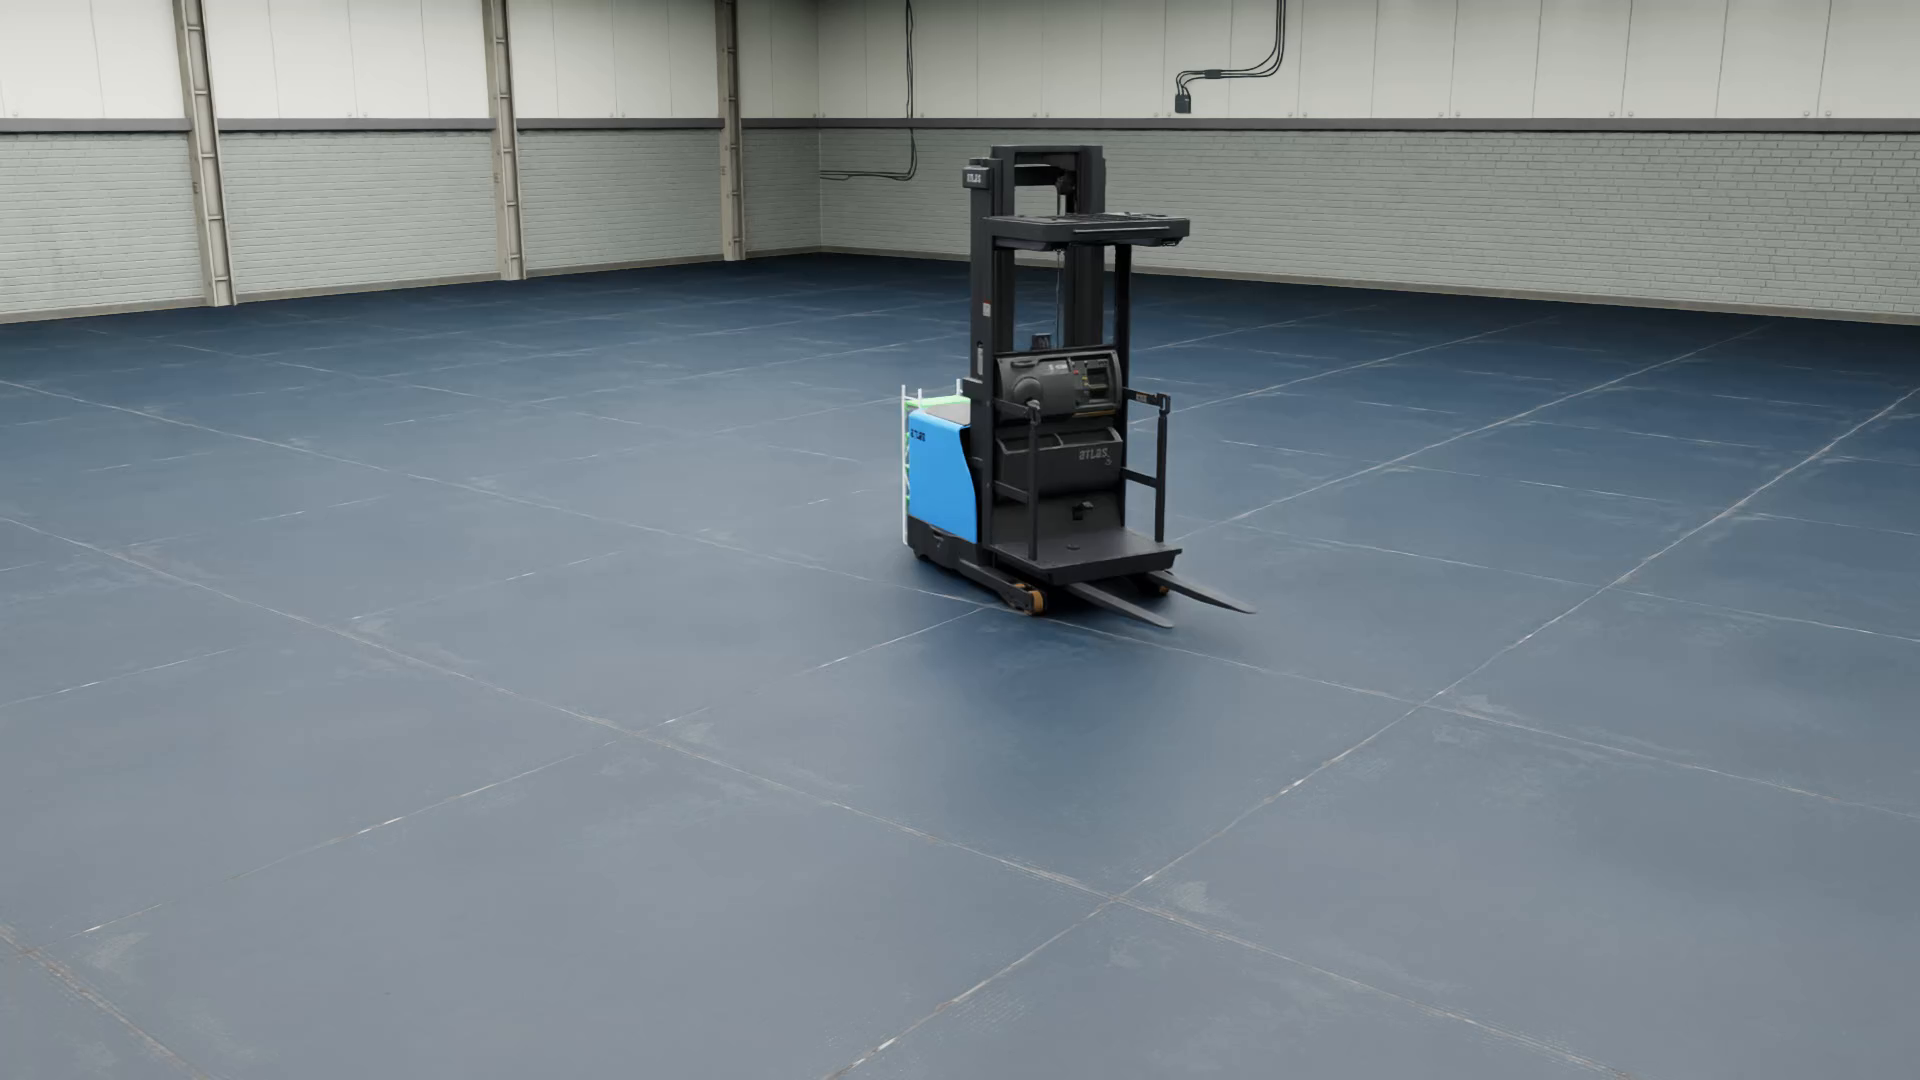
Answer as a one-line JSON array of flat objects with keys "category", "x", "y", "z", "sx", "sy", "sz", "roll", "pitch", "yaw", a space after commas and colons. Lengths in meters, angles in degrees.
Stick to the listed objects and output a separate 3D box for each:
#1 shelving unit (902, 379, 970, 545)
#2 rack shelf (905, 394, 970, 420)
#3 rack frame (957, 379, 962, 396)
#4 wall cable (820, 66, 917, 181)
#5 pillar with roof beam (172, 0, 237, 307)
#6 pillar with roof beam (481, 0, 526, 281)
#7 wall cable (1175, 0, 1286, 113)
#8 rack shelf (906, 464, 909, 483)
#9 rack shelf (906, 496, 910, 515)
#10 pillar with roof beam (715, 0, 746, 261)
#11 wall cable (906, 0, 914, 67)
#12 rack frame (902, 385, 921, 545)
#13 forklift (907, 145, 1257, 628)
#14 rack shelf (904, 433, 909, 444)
[{"category": "shelving unit", "x": -0.152, "y": -0.568, "z": 12.422, "sx": 0.503, "sy": 1.200, "sz": 0.258, "roll": -10, "pitch": 17, "yaw": -33}, {"category": "rack shelf", "x": -0.152, "y": -0.971, "z": 12.319, "sx": 0.480, "sy": 0.148, "sz": 0.258, "roll": -10, "pitch": 17, "yaw": -33}, {"category": "rack frame", "x": 0.050, "y": -0.602, "z": 12.555, "sx": 0.015, "sy": 1.200, "sz": 0.240, "roll": -10, "pitch": 17, "yaw": -33}, {"category": "wall cable", "x": -2.198, "y": -9.526, "z": 38.152, "sx": 3.097, "sy": 2.526, "sz": 0.112, "roll": 11, "pitch": 18, "yaw": 38}, {"category": "pillar with roof beam", "x": -9.272, "y": -7.707, "z": 24.685, "sx": 9.100, "sy": 9.000, "sz": 0.400, "roll": 11, "pitch": 18, "yaw": 38}, {"category": "pillar with roof beam", "x": -5.501, "y": -8.856, "z": 29.208, "sx": 9.100, "sy": 9.000, "sz": 0.400, "roll": 11, "pitch": 18, "yaw": 38}, {"category": "wall cable", "x": 5.176, "y": -11.207, "z": 31.556, "sx": 2.305, "sy": 6.003, "sz": 0.169, "roll": 11, "pitch": 18, "yaw": 38}, {"category": "rack shelf", "x": -0.152, "y": -0.506, "z": 12.438, "sx": 0.480, "sy": 0.148, "sz": 0.258, "roll": -10, "pitch": 17, "yaw": -33}, {"category": "rack shelf", "x": -0.152, "y": -0.273, "z": 12.497, "sx": 0.480, "sy": 0.148, "sz": 0.258, "roll": -10, "pitch": 17, "yaw": -33}, {"category": "pillar with roof beam", "x": -1.730, "y": -10.005, "z": 33.732, "sx": 9.100, "sy": 9.000, "sz": 0.400, "roll": 11, "pitch": 18, "yaw": 38}, {"category": "wall cable", "x": -0.094, "y": -11.555, "z": 35.882, "sx": 3.097, "sy": 2.526, "sz": 0.112, "roll": 11, "pitch": 18, "yaw": 38}, {"category": "rack frame", "x": -0.353, "y": -0.534, "z": 12.289, "sx": 0.015, "sy": 1.200, "sz": 0.240, "roll": -10, "pitch": 17, "yaw": -33}, {"category": "forklift", "x": 0.770, "y": -1.060, "z": 10.841, "sx": 1.130, "sy": 2.935, "sz": 3.031, "roll": -8, "pitch": 16, "yaw": -28}, {"category": "rack shelf", "x": -0.152, "y": -0.739, "z": 12.378, "sx": 0.480, "sy": 0.148, "sz": 0.258, "roll": -10, "pitch": 17, "yaw": -33}]
